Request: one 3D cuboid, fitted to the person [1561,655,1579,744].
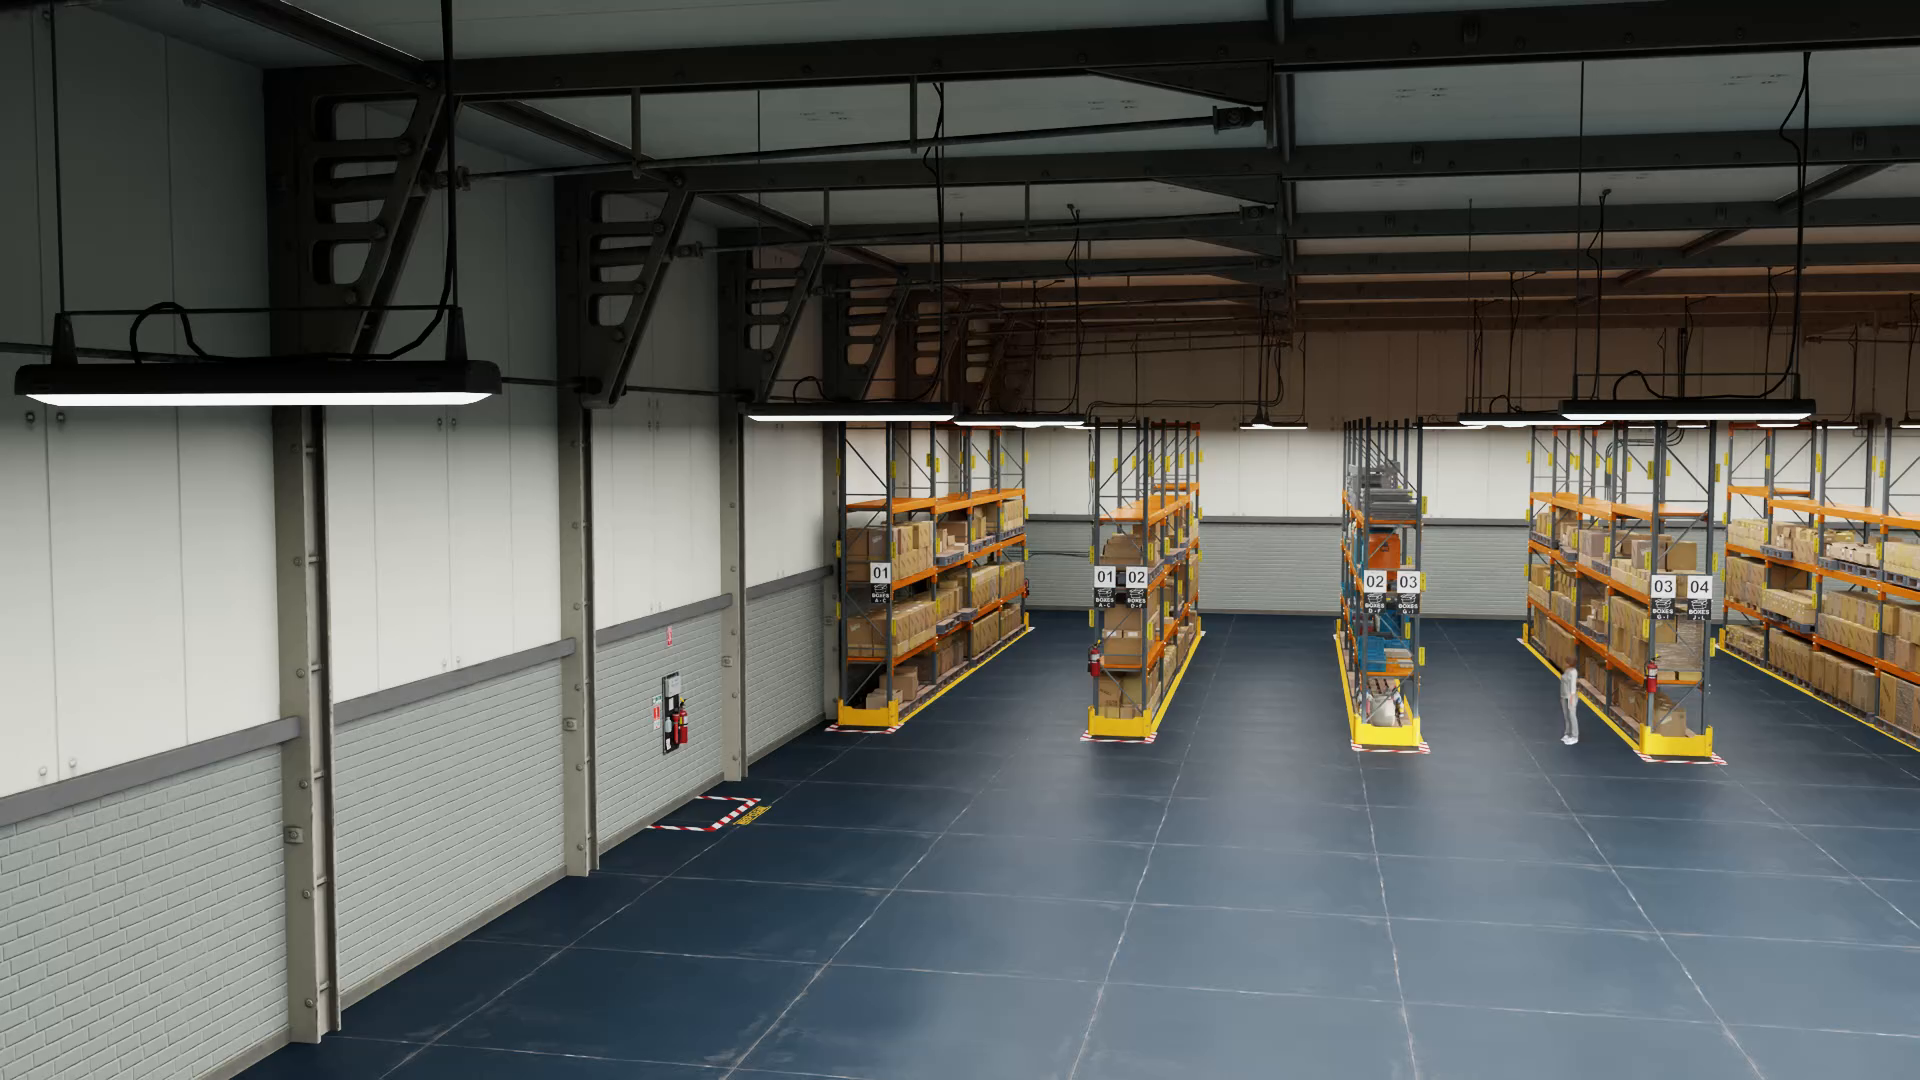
[{"bbox_3d":[11.248,2.933,30.705,0.348,1.609,0.469,0,4,-7],"label":"person"}]
